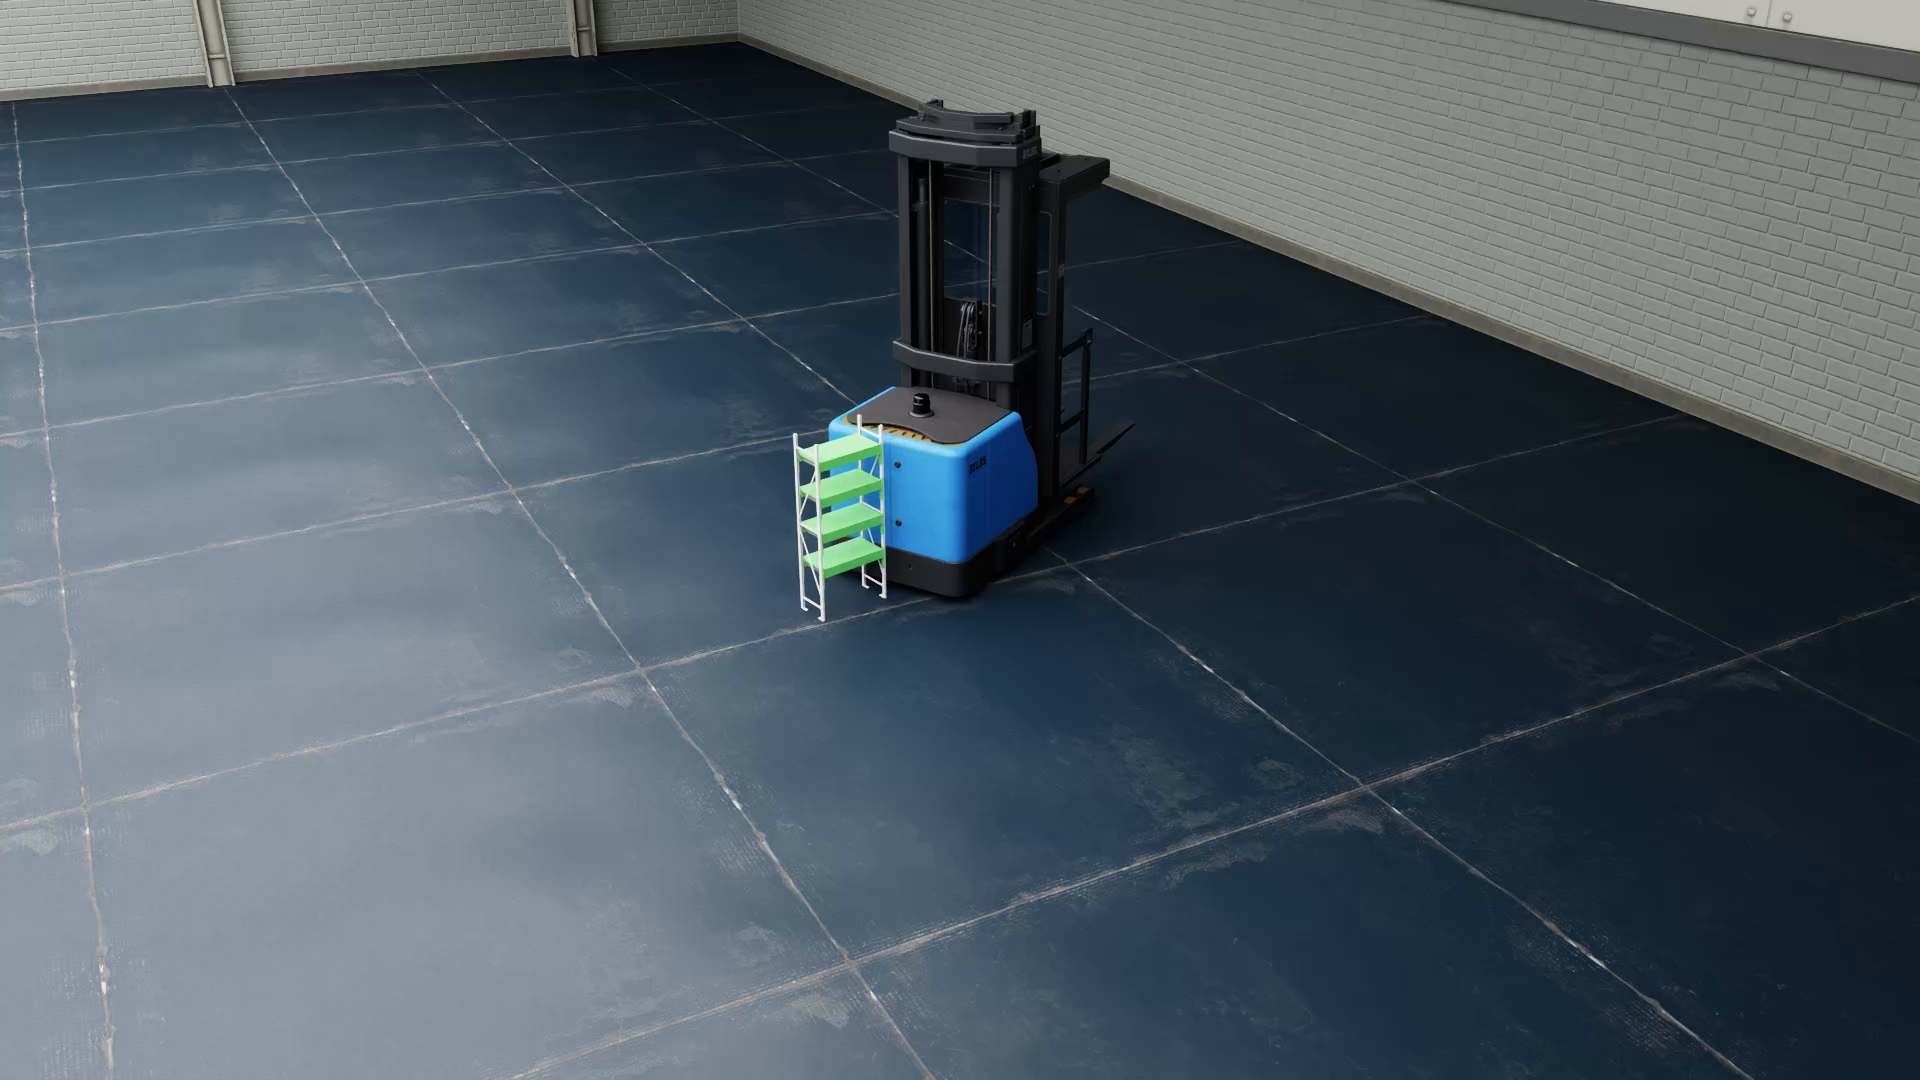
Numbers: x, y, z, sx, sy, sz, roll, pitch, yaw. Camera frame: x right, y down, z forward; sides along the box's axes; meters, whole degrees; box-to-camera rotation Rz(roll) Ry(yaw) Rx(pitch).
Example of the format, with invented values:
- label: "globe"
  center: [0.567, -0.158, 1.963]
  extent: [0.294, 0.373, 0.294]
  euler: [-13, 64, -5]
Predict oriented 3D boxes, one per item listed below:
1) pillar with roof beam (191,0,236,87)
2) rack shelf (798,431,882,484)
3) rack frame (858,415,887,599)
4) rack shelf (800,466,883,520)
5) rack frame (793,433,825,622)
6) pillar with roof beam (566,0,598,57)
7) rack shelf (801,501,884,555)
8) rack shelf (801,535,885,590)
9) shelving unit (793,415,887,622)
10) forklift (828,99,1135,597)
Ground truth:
- label: "pillar with roof beam"
  center: [-9.918, -9.778, 21.521]
  extent: [0.400, 9.000, 9.100]
  euler: [-13, 29, -25]
- label: "rack shelf"
  center: [-0.746, -0.511, 10.268]
  extent: [0.480, 0.148, 0.258]
  euler: [-20, 32, -35]
- label: "rack frame"
  center: [-0.559, -0.203, 10.590]
  extent: [0.015, 1.200, 0.240]
  euler: [-20, 32, -35]
- label: "rack shelf"
  center: [-0.746, -0.294, 10.372]
  extent: [0.480, 0.148, 0.258]
  euler: [-20, 32, -35]
- label: "rack frame"
  center: [-0.932, -0.067, 10.306]
  extent: [0.015, 1.200, 0.240]
  euler: [-20, 32, -35]
- label: "pillar with roof beam"
  center: [-4.624, -11.000, 24.067]
  extent: [0.400, 9.000, 9.100]
  euler: [-13, 29, -25]
- label: "rack shelf"
  center: [-0.746, -0.078, 10.476]
  extent: [0.480, 0.148, 0.258]
  euler: [-20, 32, -35]
- label: "rack shelf"
  center: [-0.746, 0.139, 10.579]
  extent: [0.480, 0.148, 0.258]
  euler: [-20, 32, -35]
- label: "shelving unit"
  center: [-0.746, -0.135, 10.448]
  extent: [0.503, 1.200, 0.258]
  euler: [-20, 32, -35]
- label: "forklift"
  center: [0.316, -1.556, 11.406]
  extent: [1.130, 2.935, 3.031]
  euler: [14, 29, 27]
